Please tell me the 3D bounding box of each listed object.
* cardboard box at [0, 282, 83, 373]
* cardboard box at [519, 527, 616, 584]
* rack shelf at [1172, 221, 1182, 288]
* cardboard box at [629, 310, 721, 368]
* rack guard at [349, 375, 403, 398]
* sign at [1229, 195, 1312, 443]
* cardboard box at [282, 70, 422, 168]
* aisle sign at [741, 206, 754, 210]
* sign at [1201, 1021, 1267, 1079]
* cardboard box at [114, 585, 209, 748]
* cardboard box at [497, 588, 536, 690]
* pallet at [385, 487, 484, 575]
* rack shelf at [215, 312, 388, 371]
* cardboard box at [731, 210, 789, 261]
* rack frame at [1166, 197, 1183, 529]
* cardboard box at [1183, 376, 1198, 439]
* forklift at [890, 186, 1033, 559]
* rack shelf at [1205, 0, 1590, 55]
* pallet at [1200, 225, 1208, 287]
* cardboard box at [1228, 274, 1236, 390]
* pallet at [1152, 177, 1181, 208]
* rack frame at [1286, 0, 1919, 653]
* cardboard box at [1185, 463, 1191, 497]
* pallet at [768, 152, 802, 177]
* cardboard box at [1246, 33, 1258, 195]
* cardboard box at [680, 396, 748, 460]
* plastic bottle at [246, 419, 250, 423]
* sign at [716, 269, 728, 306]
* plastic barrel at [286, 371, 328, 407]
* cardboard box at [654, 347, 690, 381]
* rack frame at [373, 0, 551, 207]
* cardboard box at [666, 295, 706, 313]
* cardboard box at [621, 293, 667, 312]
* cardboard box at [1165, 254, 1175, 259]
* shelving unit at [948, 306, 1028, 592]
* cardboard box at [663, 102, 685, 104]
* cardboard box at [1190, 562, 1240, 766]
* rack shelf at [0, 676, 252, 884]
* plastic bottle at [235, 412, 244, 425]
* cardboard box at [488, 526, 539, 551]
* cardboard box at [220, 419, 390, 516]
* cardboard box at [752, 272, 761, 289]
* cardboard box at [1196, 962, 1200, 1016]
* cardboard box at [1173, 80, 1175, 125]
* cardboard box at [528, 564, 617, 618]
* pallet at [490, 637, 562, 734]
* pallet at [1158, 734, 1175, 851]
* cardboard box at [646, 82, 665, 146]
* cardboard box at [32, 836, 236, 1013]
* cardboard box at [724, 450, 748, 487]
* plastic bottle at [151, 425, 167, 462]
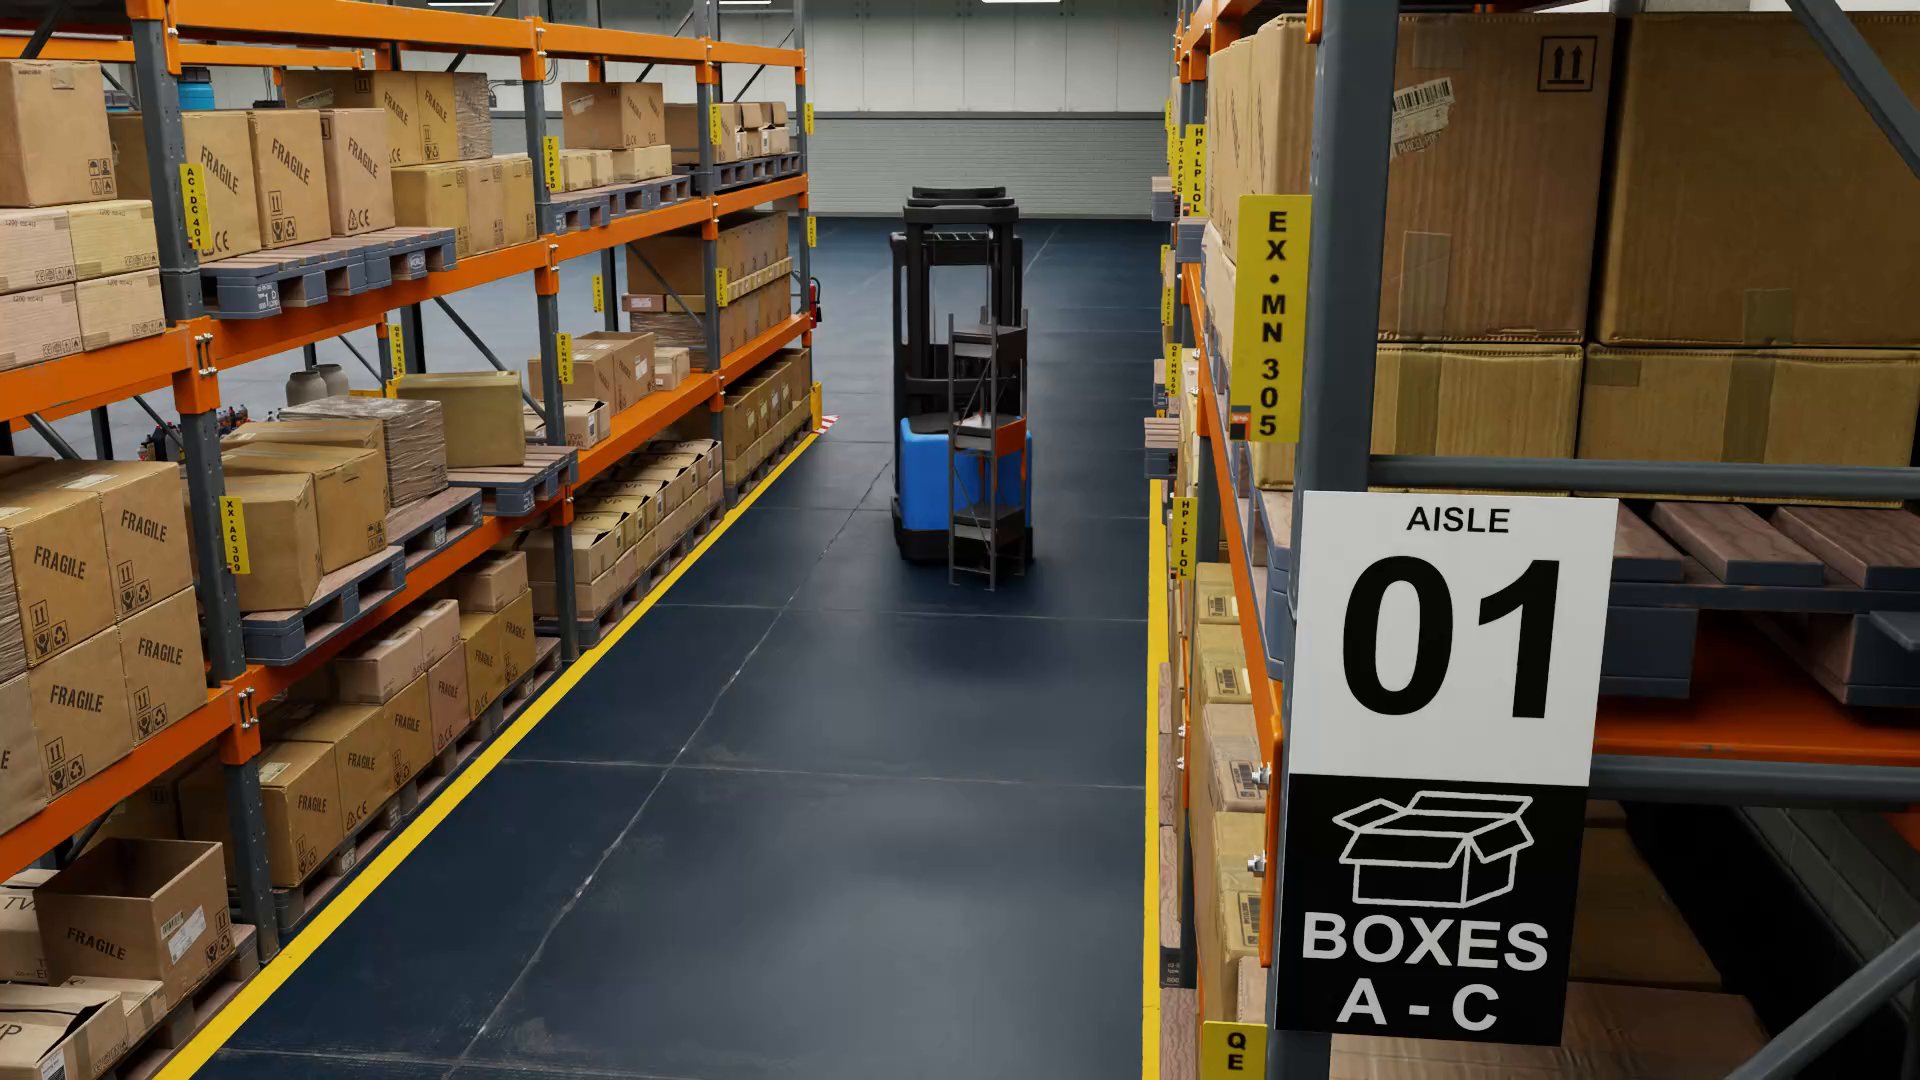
[{"bbox_3d":[-3.379,-0.727,5.646,0.500,0.250,0.500,2,15,6],"label":"cardboard box"},{"bbox_3d":[-2.719,0.074,11.529,0.500,0.311,0.500,2,15,8],"label":"cardboard box"},{"bbox_3d":[2.078,-2.127,11.913,1.077,0.370,4.000,2,15,6],"label":"rack shelf"},{"bbox_3d":[-2.575,-1.853,15.078,0.700,0.500,0.500,1,15,5],"label":"cardboard box"},{"bbox_3d":[-7.051,-1.646,19.293,1.175,0.500,0.348,2,15,6],"label":"rack guard"},{"bbox_3d":[0.412,-0.289,2.195,0.100,0.325,0.005,2,15,6],"label":"sign"},{"bbox_3d":[-3.241,-2.254,8.897,0.500,0.500,0.500,2,15,6],"label":"cardboard box"},{"bbox_3d":[-2.464,-4.008,18.259,0.394,0.787,0.004,2,15,6],"label":"aisle sign"},{"bbox_3d":[0.412,0.875,2.509,0.100,0.325,0.005,2,15,6],"label":"sign"},{"bbox_3d":[-3.323,0.474,6.471,0.500,0.500,0.500,2,15,7],"label":"cardboard box"},{"bbox_3d":[-2.942,0.591,10.174,0.500,0.500,0.500,2,15,8],"label":"cardboard box"},{"bbox_3d":[-3.285,-0.055,8.987,1.003,0.211,1.213,2,15,6],"label":"pallet"},{"bbox_3d":[-7.314,-2.008,17.220,1.077,0.370,4.000,2,15,6],"label":"rack shelf"},{"bbox_3d":[-2.239,-3.267,17.822,0.700,0.500,0.500,2,15,6],"label":"cardboard box"},{"bbox_3d":[2.304,-1.545,14.129,1.000,3.000,0.127,2,15,6],"label":"rack frame"},{"bbox_3d":[1.432,-0.692,8.737,0.500,0.250,0.500,2,15,7],"label":"cardboard box"},{"bbox_3d":[-0.039,-1.594,14.442,1.130,2.935,3.031,-1,15,-4],"label":"forklift"},{"bbox_3d":[1.175,-1.307,3.900,1.077,0.370,4.000,2,15,6],"label":"rack shelf"},{"bbox_3d":[1.709,-1.406,8.229,1.003,0.211,1.213,2,15,9],"label":"pallet"},{"bbox_3d":[0.826,-0.392,3.410,0.500,0.250,0.500,1,15,4],"label":"cardboard box"},{"bbox_3d":[2.128,-2.745,13.181,1.213,0.211,1.003,2,15,6],"label":"pallet"},{"bbox_3d":[0.950,-1.329,1.836,1.000,3.000,0.127,2,15,6],"label":"rack frame"},{"bbox_3d":[1.315,-0.061,7.843,0.500,0.500,0.500,2,15,6],"label":"cardboard box"},{"bbox_3d":[-2.273,-3.950,17.446,1.003,0.211,1.213,2,15,6],"label":"pallet"},{"bbox_3d":[0.828,-0.749,3.292,0.500,0.500,0.500,2,15,8],"label":"cardboard box"},{"bbox_3d":[-2.255,-1.038,15.282,0.500,0.500,0.500,2,15,6],"label":"cardboard box"},{"bbox_3d":[-7.015,-1.016,16.406,0.144,0.351,0.185,1,15,4],"label":"plastic bottle"},{"bbox_3d":[-2.079,-2.197,14.474,0.100,0.325,0.005,2,15,6],"label":"sign"},{"bbox_3d":[-7.144,-1.573,18.194,0.421,0.512,0.421,0,15,0],"label":"plastic barrel"},{"bbox_3d":[-2.631,-1.488,14.207,0.500,0.250,0.500,3,15,10],"label":"cardboard box"},{"bbox_3d":[-3.070,-3.548,10.045,1.000,3.000,0.127,2,15,6],"label":"rack frame"},{"bbox_3d":[-2.396,-2.115,14.804,0.380,0.149,0.250,2,15,6],"label":"cardboard box"},{"bbox_3d":[-2.801,-2.128,14.851,0.380,0.149,0.250,2,15,6],"label":"cardboard box"},{"bbox_3d":[2.337,-2.639,16.986,0.500,0.500,0.500,2,15,6],"label":"cardboard box"},{"bbox_3d":[0.213,-0.700,12.727,0.431,2.100,0.503,9,17,29],"label":"shelving unit"},{"bbox_3d":[-2.626,-4.071,16.461,0.500,0.500,0.500,2,15,6],"label":"cardboard box"},{"bbox_3d":[1.324,0.525,5.898,0.980,0.700,0.700,2,15,7],"label":"cardboard box"},{"bbox_3d":[-3.747,1.251,5.167,1.077,0.370,4.000,2,15,6],"label":"rack shelf"},{"bbox_3d":[-7.615,-1.248,17.548,0.097,0.201,0.097,0,15,0],"label":"plastic bottle"},{"bbox_3d":[-3.256,0.058,11.588,0.500,0.311,0.500,2,15,8],"label":"cardboard box"},{"bbox_3d":[-3.383,-0.326,8.625,0.700,0.500,0.500,-2,15,-8],"label":"cardboard box"},{"bbox_3d":[-2.194,-2.582,16.529,0.380,0.149,0.250,1,15,5],"label":"cardboard box"},{"bbox_3d":[0.995,1.495,5.628,0.380,0.149,0.250,2,15,8],"label":"cardboard box"},{"bbox_3d":[2.142,-3.815,14.631,0.500,0.500,0.500,3,15,9],"label":"cardboard box"},{"bbox_3d":[-2.719,0.345,11.603,0.500,0.250,0.500,2,15,6],"label":"cardboard box"},{"bbox_3d":[-3.192,0.886,10.480,1.003,0.211,1.213,2,15,6],"label":"pallet"},{"bbox_3d":[1.548,1.356,8.741,1.003,0.211,1.213,2,15,6],"label":"pallet"},{"bbox_3d":[-2.728,-3.471,13.553,0.500,0.500,0.500,2,15,7],"label":"cardboard box"},{"bbox_3d":[-3.304,1.535,6.683,0.500,0.500,0.500,2,15,6],"label":"cardboard box"},{"bbox_3d":[-2.265,-0.677,15.381,0.500,0.250,0.500,2,15,6],"label":"cardboard box"},{"bbox_3d":[-7.754,-0.946,16.145,0.144,0.351,0.185,1,15,5],"label":"plastic bottle"}]
